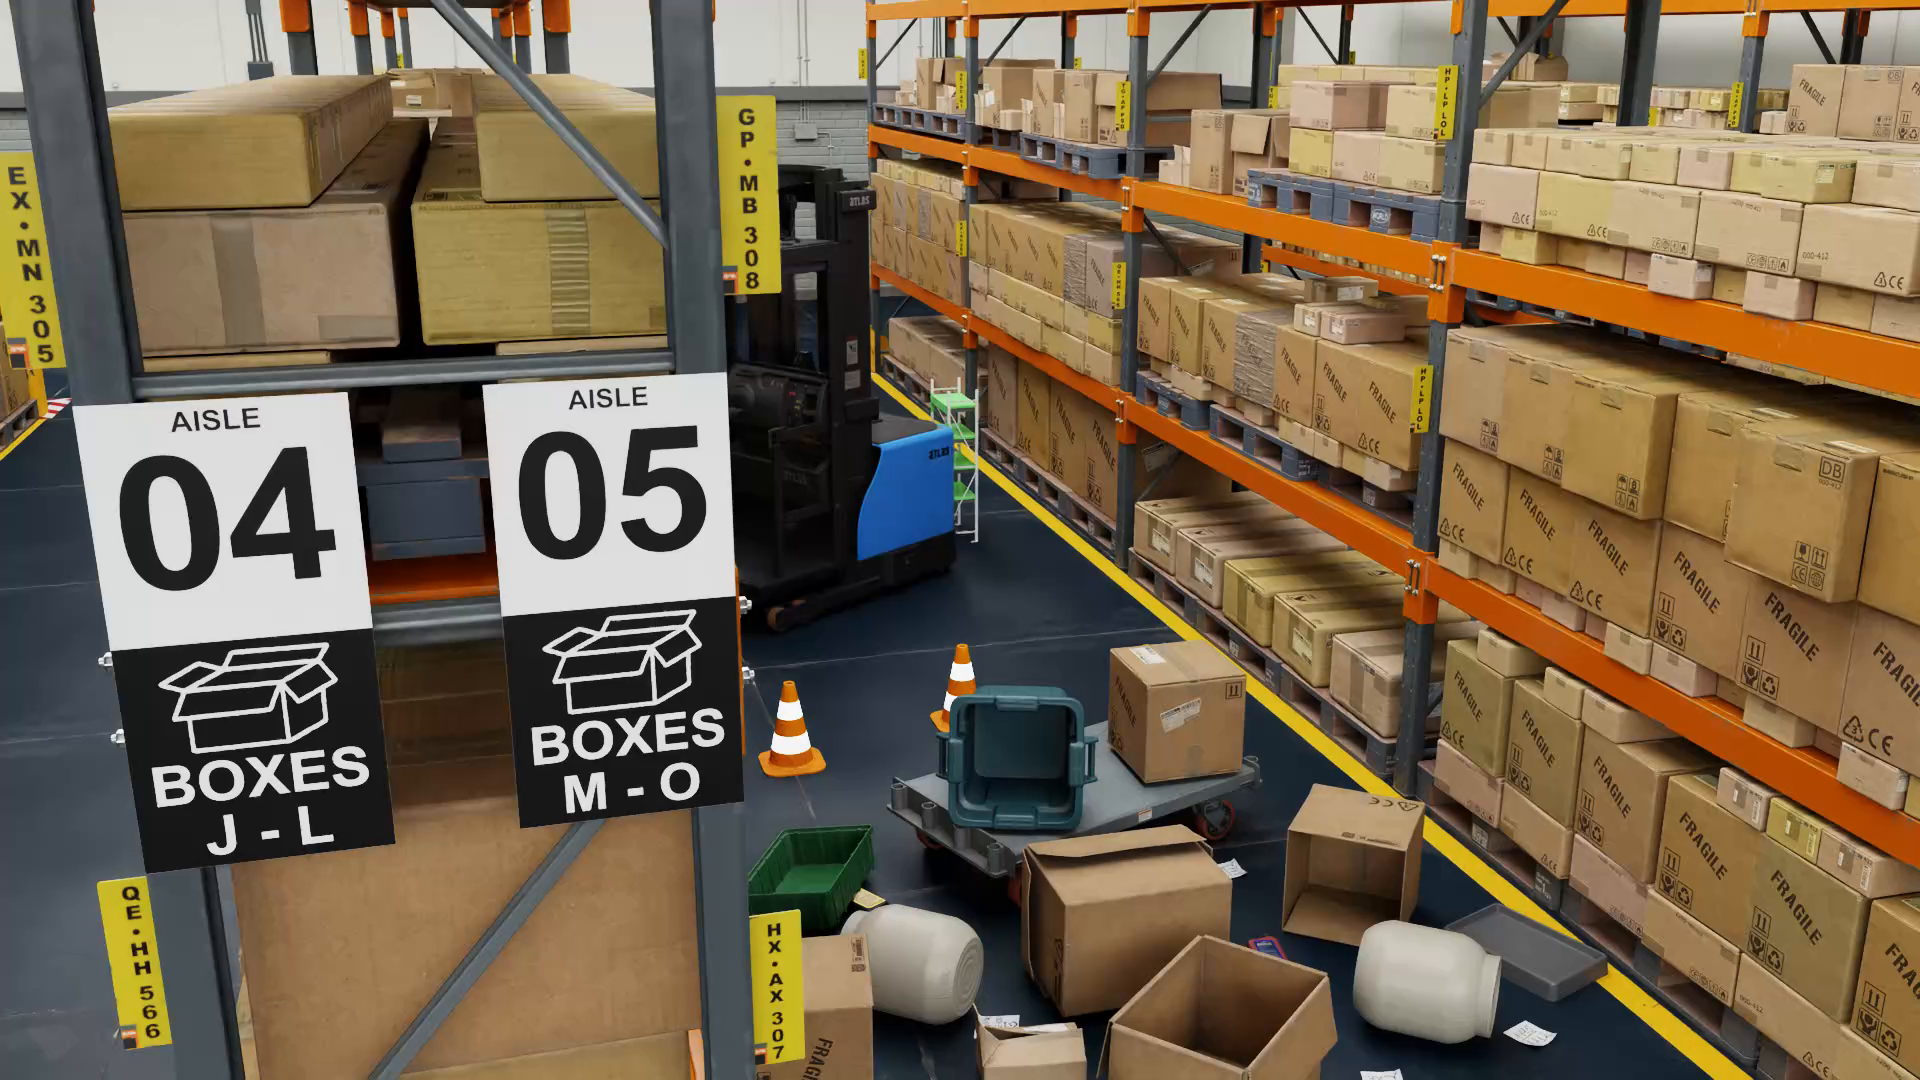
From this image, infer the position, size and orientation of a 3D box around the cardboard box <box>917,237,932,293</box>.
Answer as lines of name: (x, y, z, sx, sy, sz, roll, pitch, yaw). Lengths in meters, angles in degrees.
cardboard box: (-0.127, -2.813, 16.930, 0.500, 0.500, 0.500, -5, 17, -16)

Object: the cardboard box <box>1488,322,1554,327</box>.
cardboard box: (2.955, -1.025, 8.601, 0.380, 0.149, 0.250, -5, 17, -15)

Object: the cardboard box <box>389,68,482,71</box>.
cardboard box: (-4.188, -3.530, 13.373, 0.700, 0.500, 0.500, -5, 17, -15)

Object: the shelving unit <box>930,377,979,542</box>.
shelving unit: (-0.045, -0.620, 12.932, 0.258, 1.200, 0.503, -5, 17, -15)

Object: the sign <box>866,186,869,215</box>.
sign: (-1.089, -3.894, 19.060, 0.100, 0.325, 0.005, -5, 17, -15)

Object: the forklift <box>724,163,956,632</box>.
forklift: (-1.376, -0.962, 11.061, 1.130, 2.935, 3.031, 14, 22, 39)

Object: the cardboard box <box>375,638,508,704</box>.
cardboard box: (-1.193, 0.522, 3.864, 0.875, 0.550, 0.550, -5, 17, -15)

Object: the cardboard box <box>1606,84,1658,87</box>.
cardboard box: (5.960, -3.981, 14.792, 0.380, 0.149, 0.250, -4, 17, -14)

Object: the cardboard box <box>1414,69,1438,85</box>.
cardboard box: (4.947, -4.638, 16.839, 0.500, 0.250, 0.500, -5, 17, -15)

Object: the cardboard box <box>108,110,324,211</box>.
cardboard box: (-1.307, -0.652, 2.843, 0.380, 0.149, 0.250, -5, 17, -15)

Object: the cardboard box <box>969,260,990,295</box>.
cardboard box: (0.395, -2.401, 15.123, 0.500, 0.250, 0.500, -5, 17, -17)

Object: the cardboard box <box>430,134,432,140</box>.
cardboard box: (-2.539, -1.683, 7.485, 0.500, 0.250, 0.500, -5, 17, -16)

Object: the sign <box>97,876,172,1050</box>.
sign: (-1.414, 0.732, 2.876, 0.100, 0.325, 0.005, -5, 17, -15)

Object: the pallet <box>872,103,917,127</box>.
pallet: (-0.340, -4.674, 18.237, 1.003, 0.211, 1.213, -5, 17, -15)

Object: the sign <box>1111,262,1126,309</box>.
sign: (1.112, -1.781, 11.654, 0.100, 0.325, 0.005, -5, 17, -15)

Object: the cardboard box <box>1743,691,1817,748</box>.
cardboard box: (3.116, 0.627, 6.086, 0.380, 0.149, 0.250, -5, 17, -16)

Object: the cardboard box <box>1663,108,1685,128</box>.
cardboard box: (5.987, -3.447, 13.568, 0.380, 0.149, 0.250, -4, 17, -14)

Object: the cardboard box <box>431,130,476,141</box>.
cardboard box: (-1.331, -1.107, 5.050, 0.500, 0.250, 0.500, -5, 17, -16)

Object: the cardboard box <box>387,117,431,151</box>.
cardboard box: (-2.123, -1.344, 5.839, 0.500, 0.250, 0.500, -5, 17, -15)

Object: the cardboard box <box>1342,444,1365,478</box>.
cardboard box: (2.282, -0.440, 8.911, 0.380, 0.149, 0.250, -5, 17, -17)

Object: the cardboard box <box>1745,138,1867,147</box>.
cardboard box: (3.342, -1.505, 6.586, 0.380, 0.149, 0.250, -5, 17, -16)

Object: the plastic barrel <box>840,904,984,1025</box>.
plastic barrel: (-0.201, 1.681, 6.620, 0.512, 0.421, 0.421, 7, 18, 23)

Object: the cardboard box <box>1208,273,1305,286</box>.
cardboard box: (2.037, -1.559, 11.506, 0.500, 0.500, 0.500, -5, 17, -17)

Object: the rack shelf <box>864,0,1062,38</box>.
rack shelf: (-0.004, -5.268, 16.793, 1.077, 0.370, 4.000, -5, 17, -15)

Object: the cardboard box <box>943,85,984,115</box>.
cardboard box: (0.062, -4.150, 15.670, 0.396, 0.266, 0.258, -4, 17, -13)

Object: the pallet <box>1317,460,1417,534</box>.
pallet: (2.674, -0.296, 9.056, 1.003, 0.211, 1.213, -5, 17, -15)

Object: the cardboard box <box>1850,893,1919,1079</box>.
cardboard box: (3.372, 1.497, 5.499, 0.500, 0.500, 0.500, -5, 17, -15)

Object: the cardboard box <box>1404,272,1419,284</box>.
cardboard box: (4.894, -2.789, 17.460, 0.380, 0.149, 0.250, -4, 17, -14)

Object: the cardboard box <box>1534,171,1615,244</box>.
cardboard box: (2.752, -1.387, 6.884, 0.500, 0.250, 0.500, -5, 17, -16)

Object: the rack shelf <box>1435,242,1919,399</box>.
rack shelf: (3.294, -0.703, 6.116, 1.077, 0.370, 4.000, -5, 17, -15)

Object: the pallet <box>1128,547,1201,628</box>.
pallet: (1.858, 0.281, 11.651, 1.003, 0.211, 1.213, -5, 17, -15)

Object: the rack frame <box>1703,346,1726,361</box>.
rack frame: (6.416, -1.665, 13.279, 1.000, 3.000, 0.127, -5, 17, -15)

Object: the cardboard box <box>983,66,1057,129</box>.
cardboard box: (0.509, -3.796, 14.259, 0.500, 0.500, 0.500, -5, 17, -16)

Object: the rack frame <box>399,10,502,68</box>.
rack frame: (-5.286, -5.938, 17.077, 1.000, 3.000, 0.127, -5, 17, -15)

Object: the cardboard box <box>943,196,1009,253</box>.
cardboard box: (0.150, -3.013, 15.856, 0.500, 0.500, 0.500, -5, 17, -16)

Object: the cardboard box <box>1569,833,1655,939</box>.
cardboard box: (2.952, 1.429, 7.030, 0.500, 0.250, 0.500, -5, 17, -16)

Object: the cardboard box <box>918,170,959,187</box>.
cardboard box: (-0.218, -3.700, 17.017, 0.380, 0.149, 0.250, -5, 17, -15)

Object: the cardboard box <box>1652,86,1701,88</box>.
cardboard box: (6.175, -3.832, 14.332, 0.380, 0.149, 0.250, -5, 17, -16)

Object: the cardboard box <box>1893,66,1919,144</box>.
cardboard box: (6.661, -2.897, 11.090, 0.500, 0.500, 0.500, -4, 17, -14)

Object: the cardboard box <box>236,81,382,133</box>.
cardboard box: (-1.932, -1.283, 4.942, 0.380, 0.149, 0.250, -5, 17, -15)

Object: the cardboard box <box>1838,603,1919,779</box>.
cardboard box: (3.296, 0.484, 5.435, 0.500, 0.500, 0.500, -5, 17, -15)

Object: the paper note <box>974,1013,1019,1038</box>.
paper note: (0.145, 1.911, 6.550, 0.172, 0.023, 0.155, 1, 17, 4)

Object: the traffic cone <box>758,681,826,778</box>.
traffic cone: (-0.904, 0.979, 8.887, 0.336, 0.463, 0.334, -5, 17, -15)

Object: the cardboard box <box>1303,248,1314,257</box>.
cardboard box: (4.275, -3.433, 19.604, 0.380, 0.149, 0.250, -4, 17, -14)

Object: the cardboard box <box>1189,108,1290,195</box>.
cardboard box: (1.896, -2.493, 10.648, 0.700, 0.500, 0.500, -5, 17, -15)

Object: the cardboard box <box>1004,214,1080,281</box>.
cardboard box: (0.692, -2.482, 14.090, 0.500, 0.500, 0.500, -5, 17, -17)

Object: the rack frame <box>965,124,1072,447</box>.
rack frame: (0.545, -2.377, 15.653, 1.000, 3.000, 0.127, -5, 17, -15)

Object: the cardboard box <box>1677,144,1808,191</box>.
cardboard box: (2.927, -1.394, 6.215, 0.380, 0.149, 0.250, -5, 17, -16)

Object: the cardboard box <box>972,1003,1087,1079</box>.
cardboard box: (0.256, 1.894, 6.185, 0.396, 0.266, 0.258, -2, 17, -6)

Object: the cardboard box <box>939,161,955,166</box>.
cardboard box: (-0.018, -4.105, 18.364, 0.380, 0.149, 0.250, -5, 17, -16)

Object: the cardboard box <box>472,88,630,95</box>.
cardboard box: (-1.022, -1.055, 4.184, 0.380, 0.149, 0.250, -5, 17, -16)

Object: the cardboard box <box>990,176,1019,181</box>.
cardboard box: (0.511, -3.460, 16.217, 0.380, 0.149, 0.250, -5, 17, -16)

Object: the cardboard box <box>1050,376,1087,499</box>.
cardboard box: (1.294, -0.899, 13.695, 0.875, 0.875, 0.875, -4, 17, -15)

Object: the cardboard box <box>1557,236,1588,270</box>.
cardboard box: (2.786, -1.239, 7.084, 0.380, 0.149, 0.250, -5, 17, -15)

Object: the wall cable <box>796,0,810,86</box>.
wall cable: (-2.388, -7.908, 23.637, 0.463, 3.000, 0.029, -5, 17, -15)

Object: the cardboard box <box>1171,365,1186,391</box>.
cardboard box: (1.631, -1.087, 11.064, 0.380, 0.149, 0.250, -6, 18, -19)

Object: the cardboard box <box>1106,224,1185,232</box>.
cardboard box: (1.471, -2.234, 13.265, 0.500, 0.500, 0.500, -4, 17, -14)
